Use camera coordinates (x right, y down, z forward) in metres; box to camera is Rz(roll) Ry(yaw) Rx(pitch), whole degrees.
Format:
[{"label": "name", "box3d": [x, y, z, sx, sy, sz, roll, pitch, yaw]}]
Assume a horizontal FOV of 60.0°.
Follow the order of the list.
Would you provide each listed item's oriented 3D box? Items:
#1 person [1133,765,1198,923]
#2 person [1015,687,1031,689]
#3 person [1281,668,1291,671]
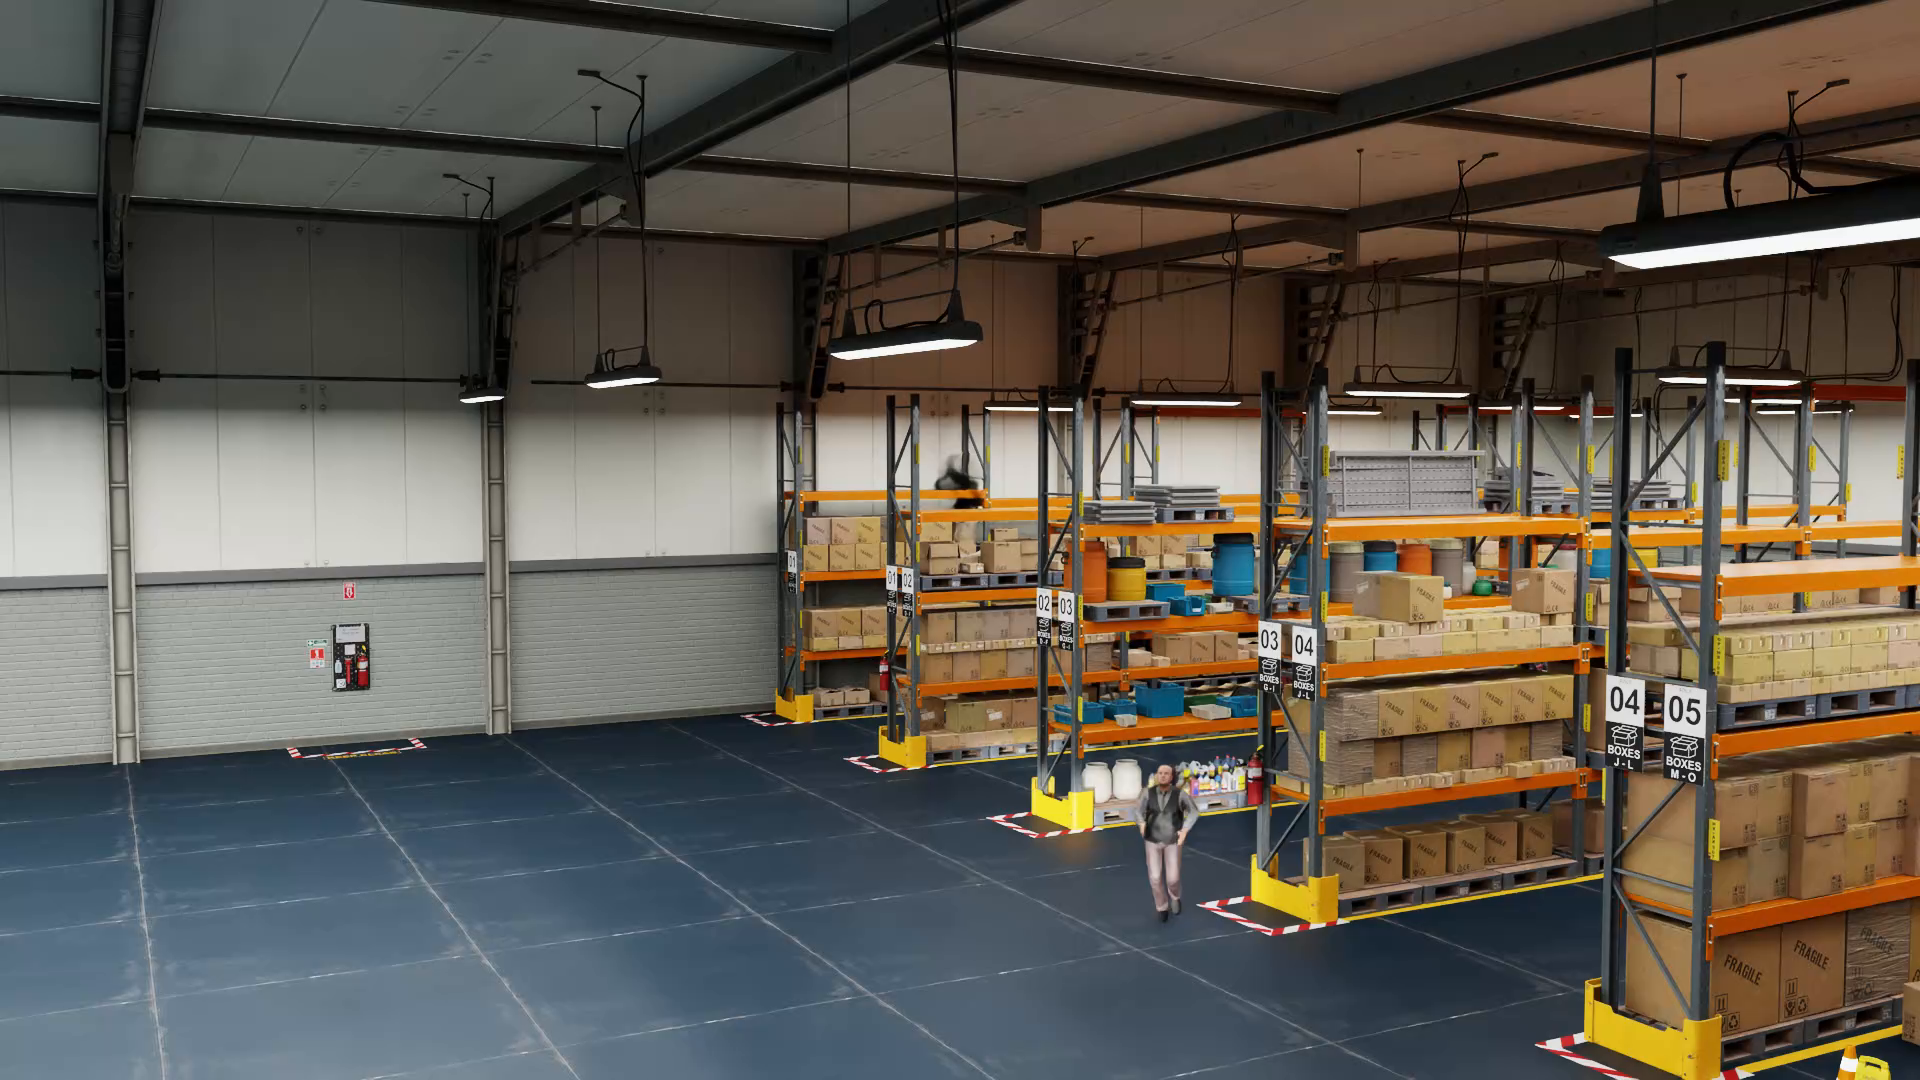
[{"label": "person", "box3d": [2.224, 3.312, 18.115, 0.710, 1.714, 0.569, 1, 3, 14]}, {"label": "person", "box3d": [1.183, 2.349, 30.140, 0.894, 1.697, 0.593, -2, 4, -35]}, {"label": "person", "box3d": [6.454, 2.464, 33.131, 0.793, 1.725, 0.541, -2, 4, -25]}]
